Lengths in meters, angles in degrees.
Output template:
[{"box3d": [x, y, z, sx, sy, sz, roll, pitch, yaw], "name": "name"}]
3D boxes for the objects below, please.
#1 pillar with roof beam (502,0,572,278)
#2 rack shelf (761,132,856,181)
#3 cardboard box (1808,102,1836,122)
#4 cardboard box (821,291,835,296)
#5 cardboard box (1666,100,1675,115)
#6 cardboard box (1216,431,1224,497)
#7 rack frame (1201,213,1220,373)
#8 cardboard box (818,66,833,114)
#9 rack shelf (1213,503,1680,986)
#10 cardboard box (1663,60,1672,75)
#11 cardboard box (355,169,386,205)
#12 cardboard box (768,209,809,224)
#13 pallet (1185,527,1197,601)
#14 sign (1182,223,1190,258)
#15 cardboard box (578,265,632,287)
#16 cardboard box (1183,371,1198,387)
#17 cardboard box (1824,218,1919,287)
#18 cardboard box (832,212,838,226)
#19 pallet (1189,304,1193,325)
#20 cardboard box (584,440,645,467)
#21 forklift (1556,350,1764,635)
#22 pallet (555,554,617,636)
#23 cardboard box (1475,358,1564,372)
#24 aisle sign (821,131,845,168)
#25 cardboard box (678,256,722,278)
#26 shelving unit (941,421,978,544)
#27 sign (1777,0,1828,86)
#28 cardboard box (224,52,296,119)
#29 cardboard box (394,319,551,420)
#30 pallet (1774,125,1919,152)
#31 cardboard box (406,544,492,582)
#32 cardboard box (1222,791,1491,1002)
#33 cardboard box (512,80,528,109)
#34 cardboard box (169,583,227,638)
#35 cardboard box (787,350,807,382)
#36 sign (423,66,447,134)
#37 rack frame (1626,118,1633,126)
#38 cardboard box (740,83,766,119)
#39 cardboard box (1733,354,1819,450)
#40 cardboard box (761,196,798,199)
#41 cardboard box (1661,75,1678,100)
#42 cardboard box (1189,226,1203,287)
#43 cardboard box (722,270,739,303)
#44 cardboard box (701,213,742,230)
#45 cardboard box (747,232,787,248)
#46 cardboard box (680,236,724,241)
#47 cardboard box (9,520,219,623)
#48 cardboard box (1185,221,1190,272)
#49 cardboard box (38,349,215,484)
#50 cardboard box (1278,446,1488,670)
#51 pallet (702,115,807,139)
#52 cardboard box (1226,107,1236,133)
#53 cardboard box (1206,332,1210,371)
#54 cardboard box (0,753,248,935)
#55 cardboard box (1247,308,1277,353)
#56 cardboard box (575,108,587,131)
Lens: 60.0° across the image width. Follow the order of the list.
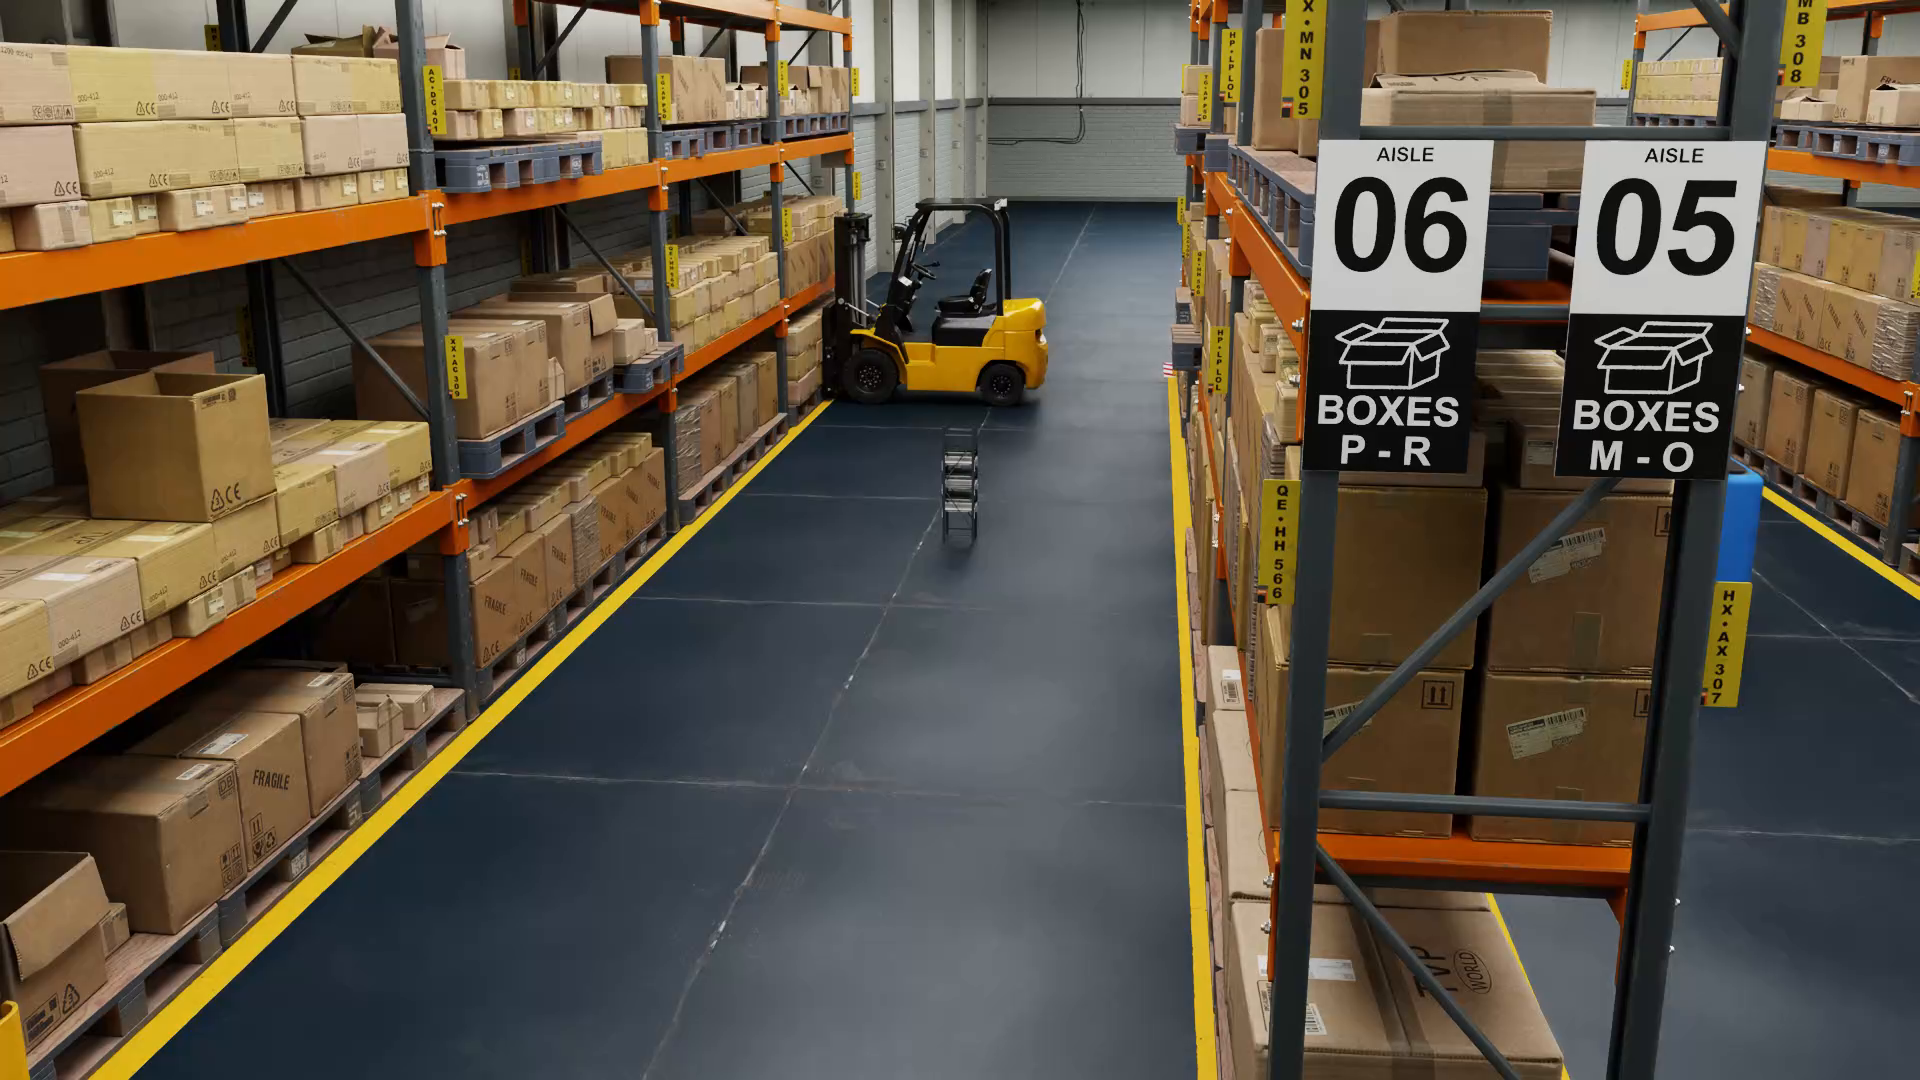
[{"box3d": [0.849, -4.655, 12.636, 9.100, 9.000, 0.400, 2, 15, 6], "name": "pillar with roof beam"}, {"box3d": [-2.003, -4.178, 17.997, 1.077, 0.370, 4.000, 2, 15, 6], "name": "rack shelf"}, {"box3d": [7.217, -3.515, 13.654, 0.380, 0.149, 0.250, 2, 15, 6], "name": "cardboard box"}, {"box3d": [-1.519, -2.825, 19.911, 0.500, 0.250, 0.500, 2, 15, 8], "name": "cardboard box"}, {"box3d": [7.585, -4.502, 17.302, 0.380, 0.149, 0.250, 2, 15, 6], "name": "cardboard box"}, {"box3d": [1.601, -0.389, 8.643, 0.500, 0.250, 0.500, 1, 15, 5], "name": "cardboard box"}, {"box3d": [2.252, -1.375, 12.002, 1.000, 3.000, 0.127, 2, 15, 6], "name": "rack frame"}, {"box3d": [-1.800, -4.958, 18.318, 0.700, 0.500, 0.500, 2, 15, 7], "name": "cardboard box"}, {"box3d": [1.575, 0.528, 6.341, 1.077, 0.370, 4.000, 2, 15, 6], "name": "rack shelf"}, {"box3d": [7.615, -4.953, 17.442, 0.380, 0.149, 0.250, 1, 15, 5], "name": "cardboard box"}, {"box3d": [-2.909, -1.645, 7.732, 0.380, 0.149, 0.250, 2, 15, 6], "name": "cardboard box"}, {"box3d": [-1.805, -3.406, 17.507, 0.380, 0.149, 0.250, 1, 15, 5], "name": "cardboard box"}, {"box3d": [2.089, 0.173, 11.618, 1.003, 0.211, 1.213, 2, 15, 6], "name": "pallet"}, {"box3d": [2.164, -2.845, 15.778, 0.100, 0.325, 0.005, 2, 15, 6], "name": "sign"}, {"box3d": [-2.836, -2.109, 13.281, 0.380, 0.149, 0.250, 2, 15, 6], "name": "cardboard box"}, {"box3d": [2.504, -1.812, 16.642, 0.500, 0.500, 0.500, 1, 15, 5], "name": "cardboard box"}, {"box3d": [7.412, -2.300, 13.314, 0.700, 0.500, 0.500, 2, 15, 6], "name": "cardboard box"}, {"box3d": [-1.628, -3.726, 19.261, 0.380, 0.149, 0.250, 2, 15, 7], "name": "cardboard box"}, {"box3d": [2.435, -1.798, 13.931, 1.003, 0.211, 1.213, 2, 15, 6], "name": "pallet"}, {"box3d": [-2.484, -0.623, 11.960, 0.380, 0.149, 0.250, 1, 15, 3], "name": "cardboard box"}, {"box3d": [4.504, -1.155, 11.319, 1.130, 2.935, 3.031, 2, 15, 7], "name": "forklift"}, {"box3d": [-2.942, 0.334, 11.025, 1.003, 0.211, 1.213, 2, 15, 6], "name": "pallet"}, {"box3d": [1.756, -0.501, 5.419, 0.380, 0.149, 0.250, 2, 15, 7], "name": "cardboard box"}, {"box3d": [-1.478, -4.859, 19.904, 0.394, 0.787, 0.004, 2, 15, 6], "name": "aisle sign"}, {"box3d": [-2.216, -2.291, 13.954, 0.380, 0.149, 0.250, 2, 15, 7], "name": "cardboard box"}, {"box3d": [-0.001, -0.432, 12.537, 0.258, 0.900, 0.210, 2, 15, 6], "name": "shelving unit"}, {"box3d": [1.900, -1.191, 3.747, 0.100, 0.325, 0.005, 2, 15, 6], "name": "sign"}, {"box3d": [-3.063, -1.843, 6.743, 0.500, 0.250, 0.500, 2, 15, 7], "name": "cardboard box"}, {"box3d": [-2.796, -0.987, 9.571, 0.700, 0.500, 0.500, 2, 15, 7], "name": "cardboard box"}, {"box3d": [7.579, -3.410, 14.145, 0.805, 0.209, 1.217, 1, 15, 4], "name": "pallet"}, {"box3d": [-2.827, 0.122, 9.205, 0.380, 0.149, 0.250, 2, 15, 9], "name": "cardboard box"}, {"box3d": [1.420, 1.322, 6.131, 0.875, 0.438, 0.875, 2, 15, 8], "name": "cardboard box"}, {"box3d": [-2.629, -2.472, 9.228, 0.380, 0.149, 0.250, 1, 15, 5], "name": "cardboard box"}, {"box3d": [-3.078, 0.266, 6.415, 0.380, 0.149, 0.250, 1, 15, 5], "name": "cardboard box"}, {"box3d": [-1.867, -1.791, 17.045, 0.500, 0.250, 0.500, 2, 15, 6], "name": "cardboard box"}, {"box3d": [-2.591, -2.167, 8.192, 0.100, 0.325, 0.005, 2, 15, 6], "name": "sign"}, {"box3d": [8.085, -3.331, 19.233, 1.000, 3.000, 0.127, 2, 15, 6], "name": "rack frame"}, {"box3d": [-2.068, -4.019, 15.208, 0.500, 0.311, 0.500, 1, 15, 4], "name": "cardboard box"}, {"box3d": [7.653, -1.246, 15.030, 1.050, 0.750, 0.750, 2, 15, 6], "name": "cardboard box"}, {"box3d": [-2.120, -3.953, 19.529, 0.380, 0.149, 0.250, 2, 15, 8], "name": "cardboard box"}, {"box3d": [7.663, -4.721, 17.349, 0.500, 0.250, 0.500, 2, 15, 6], "name": "cardboard box"}, {"box3d": [2.241, -2.437, 14.361, 0.500, 0.500, 0.500, 2, 15, 6], "name": "cardboard box"}, {"box3d": [-2.220, -2.196, 14.366, 0.500, 0.250, 0.500, 2, 15, 7], "name": "cardboard box"}, {"box3d": [-2.423, -3.219, 16.815, 0.380, 0.149, 0.250, 1, 15, 5], "name": "cardboard box"}, {"box3d": [-1.931, -2.994, 16.555, 0.380, 0.149, 0.250, 1, 15, 5], "name": "cardboard box"}, {"box3d": [-2.481, -2.835, 15.965, 0.380, 0.149, 0.250, 1, 15, 5], "name": "cardboard box"}, {"box3d": [-3.153, 0.111, 6.223, 0.500, 0.250, 0.500, 1, 15, 5], "name": "cardboard box"}, {"box3d": [2.665, -3.129, 17.725, 0.500, 0.500, 0.500, 1, 15, 5], "name": "cardboard box"}, {"box3d": [-3.564, -0.538, 7.186, 0.500, 0.500, 0.500, 1, 15, 5], "name": "cardboard box"}, {"box3d": [1.167, 0.036, 4.674, 0.500, 0.500, 0.500, 2, 15, 8], "name": "cardboard box"}, {"box3d": [-2.158, -4.185, 16.817, 1.003, 0.211, 1.213, 2, 15, 6], "name": "pallet"}, {"box3d": [2.369, -3.117, 12.506, 0.700, 0.500, 0.500, 2, 15, 6], "name": "cardboard box"}, {"box3d": [1.822, -1.157, 10.525, 0.500, 0.250, 0.500, 2, 15, 6], "name": "cardboard box"}, {"box3d": [-3.284, 1.182, 6.530, 0.700, 0.500, 0.500, 2, 15, 9], "name": "cardboard box"}, {"box3d": [1.360, -0.843, 6.682, 0.380, 0.149, 0.250, 1, 15, 5], "name": "cardboard box"}, {"box3d": [-2.647, -2.727, 10.776, 0.380, 0.149, 0.250, 2, 15, 7], "name": "cardboard box"}]
